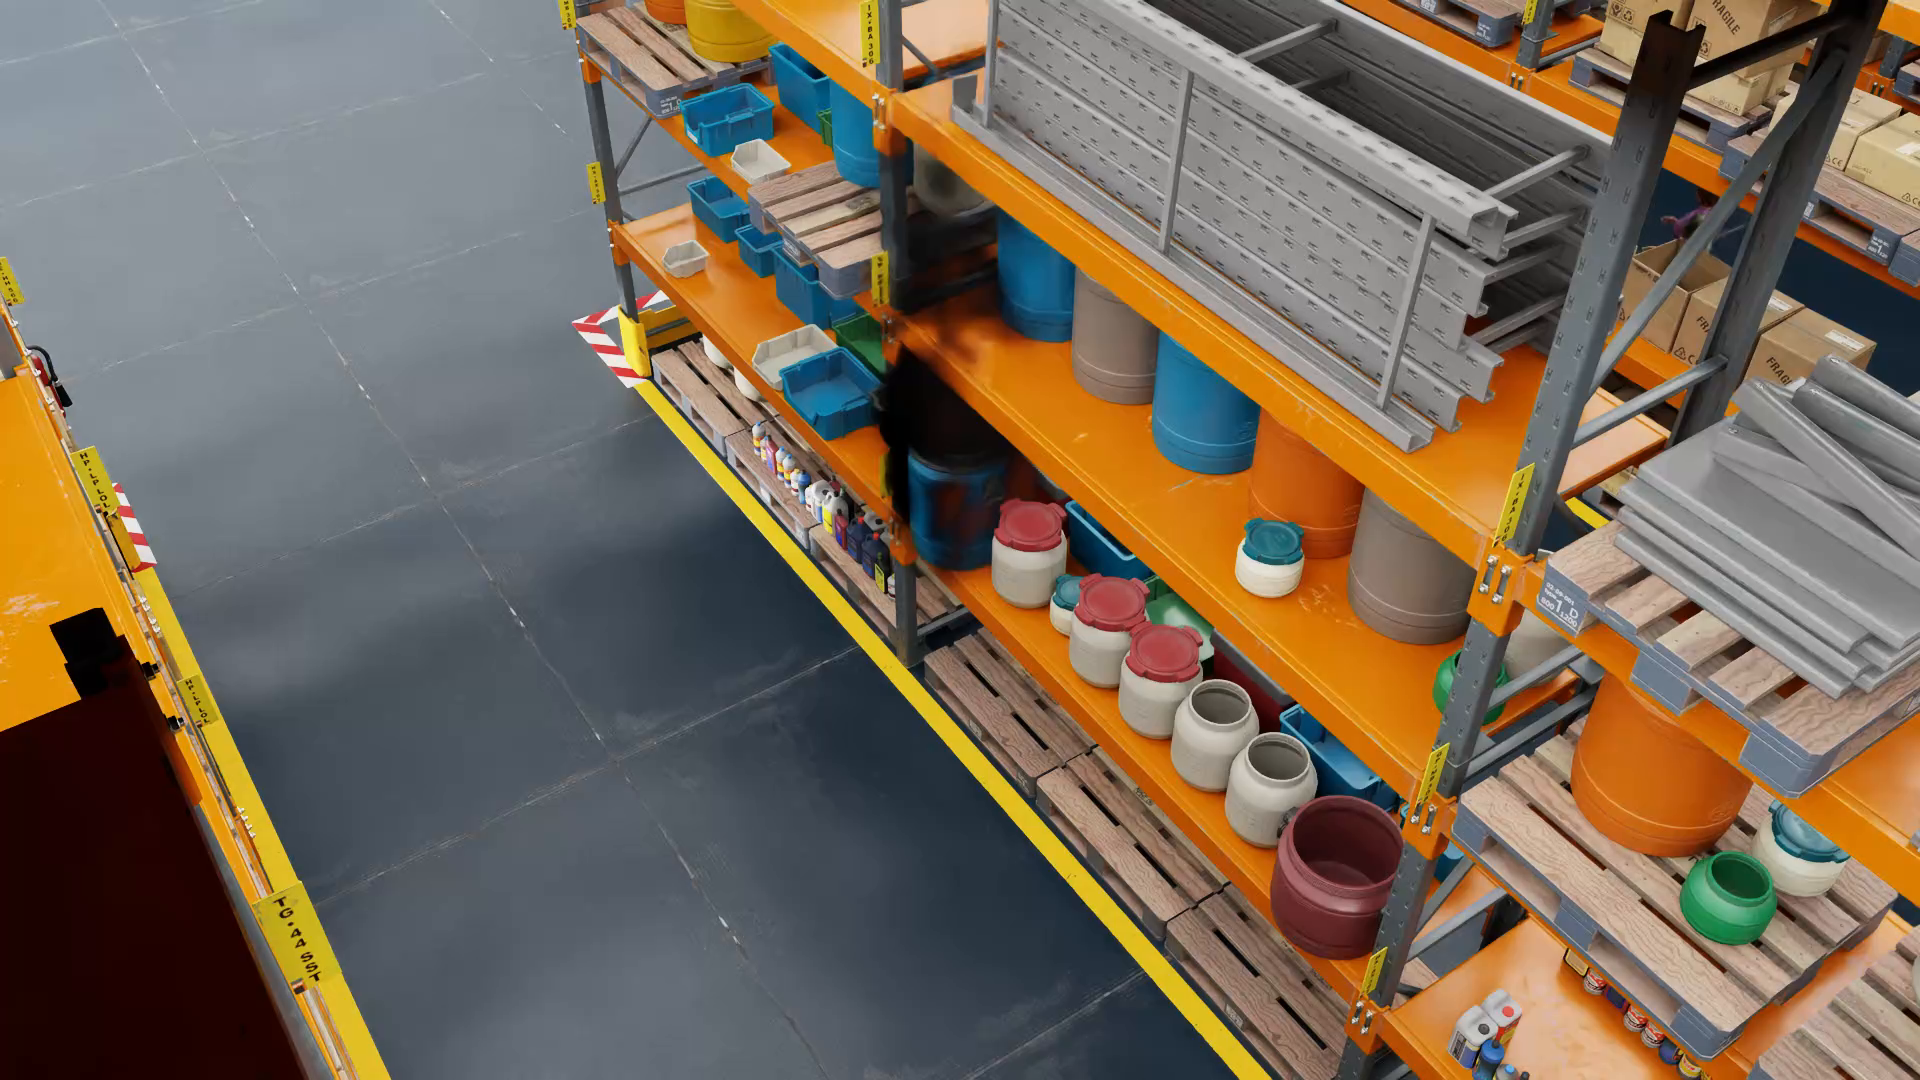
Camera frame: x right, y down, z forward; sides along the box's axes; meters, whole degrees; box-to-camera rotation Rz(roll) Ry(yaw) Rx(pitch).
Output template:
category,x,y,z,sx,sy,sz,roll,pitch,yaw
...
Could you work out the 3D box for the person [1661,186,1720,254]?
category,x,y,z,sx,sy,sz,roll,pitch,yaw
person,5.600,-2.034,12.789,0.522,1.645,0.751,-27,49,-26
